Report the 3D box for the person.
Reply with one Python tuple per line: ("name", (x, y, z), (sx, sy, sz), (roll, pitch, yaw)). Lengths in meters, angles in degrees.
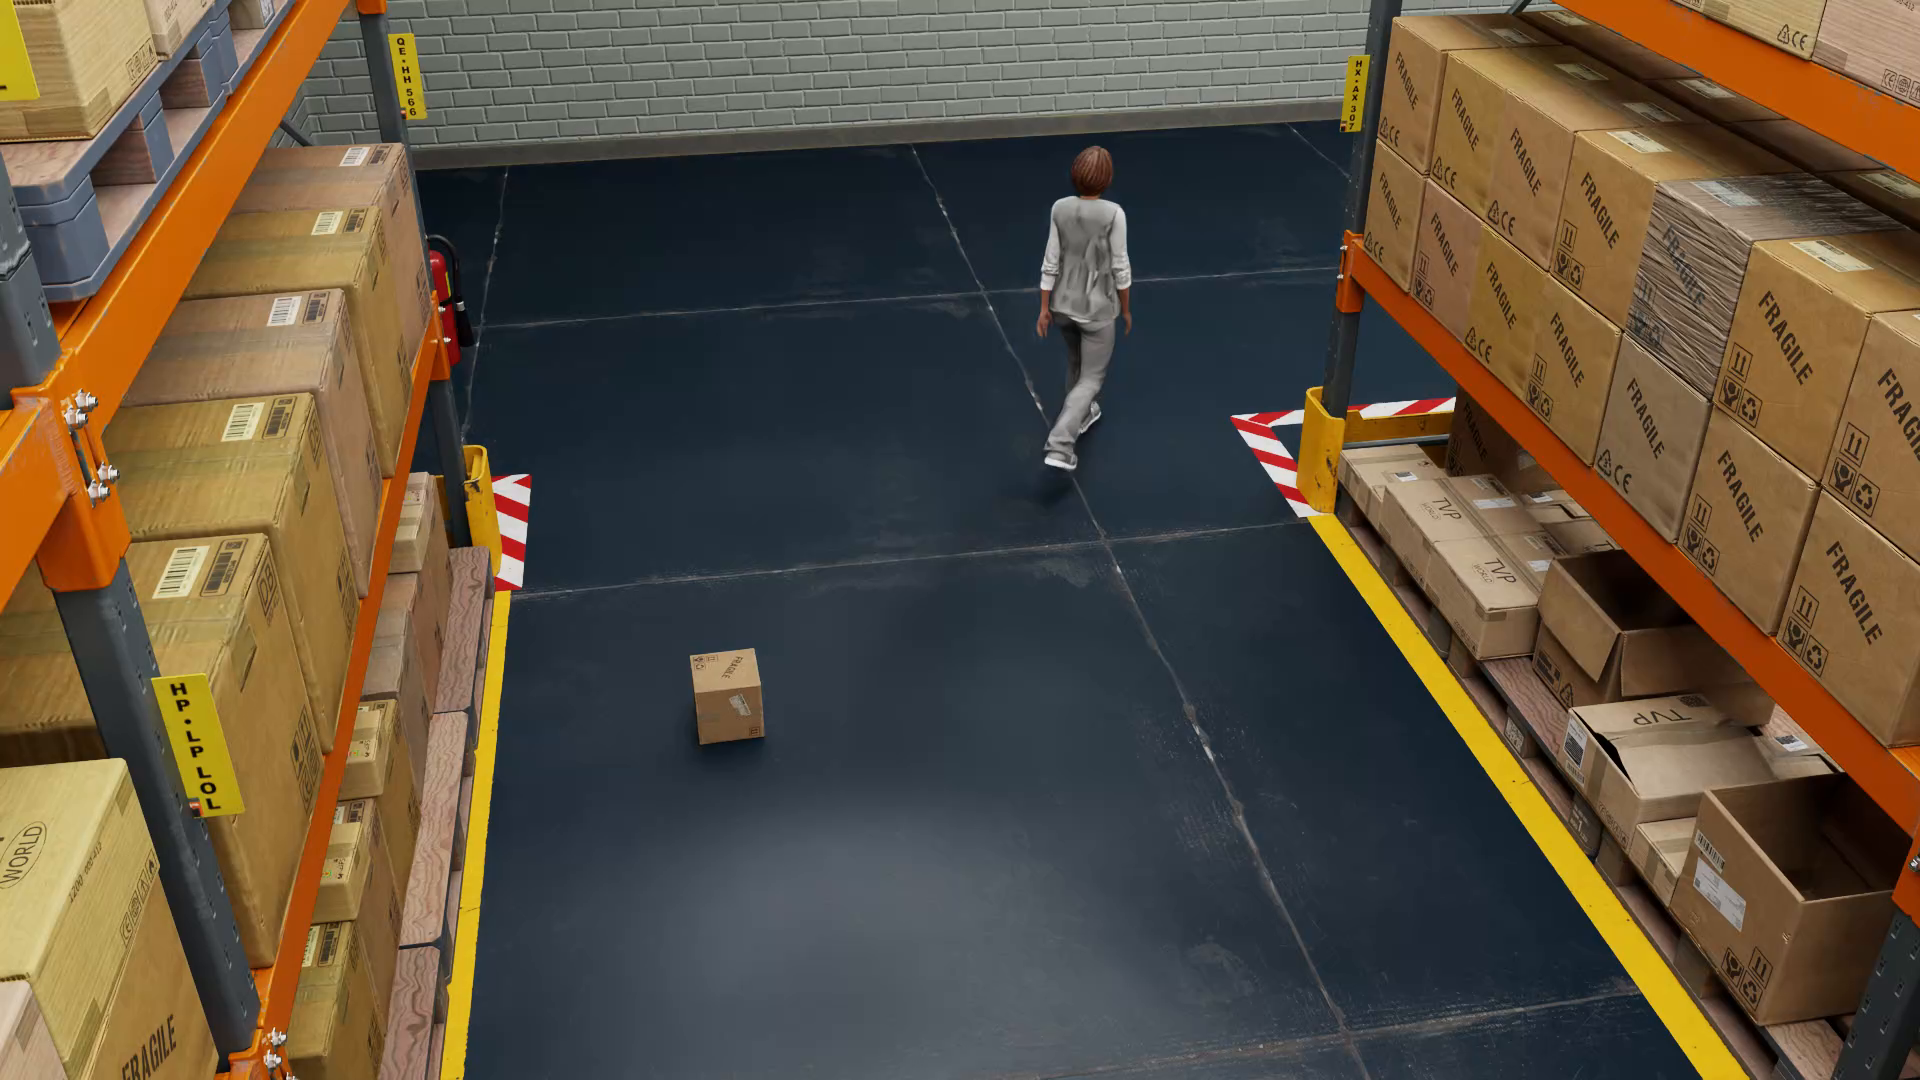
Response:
("person", (0.587, -1.100, 7.949), (0.422, 1.552, 0.899), (17, 35, 26))
